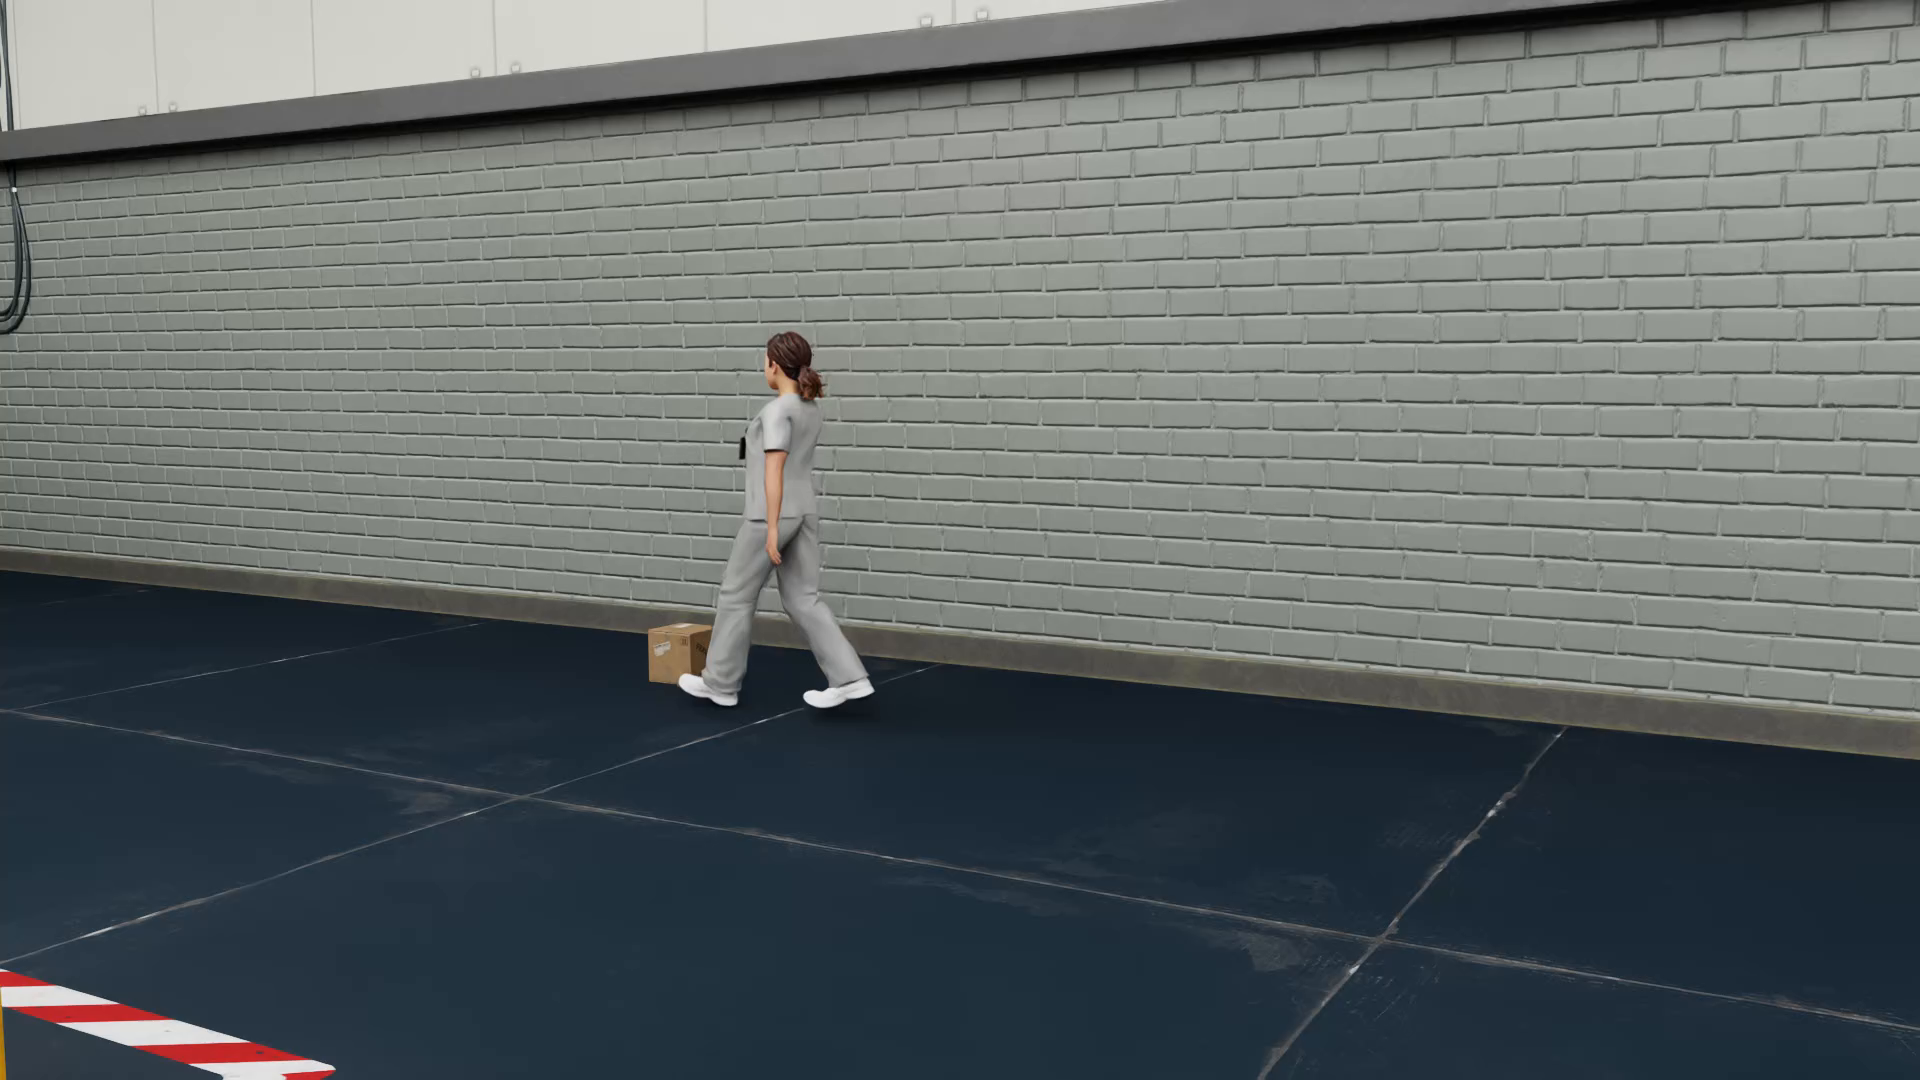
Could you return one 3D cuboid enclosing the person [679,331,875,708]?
[{"bbox_3d":[-0.813,-0.080,7.188,0.933,1.631,0.502,3,7,26],"label":"person"}]
